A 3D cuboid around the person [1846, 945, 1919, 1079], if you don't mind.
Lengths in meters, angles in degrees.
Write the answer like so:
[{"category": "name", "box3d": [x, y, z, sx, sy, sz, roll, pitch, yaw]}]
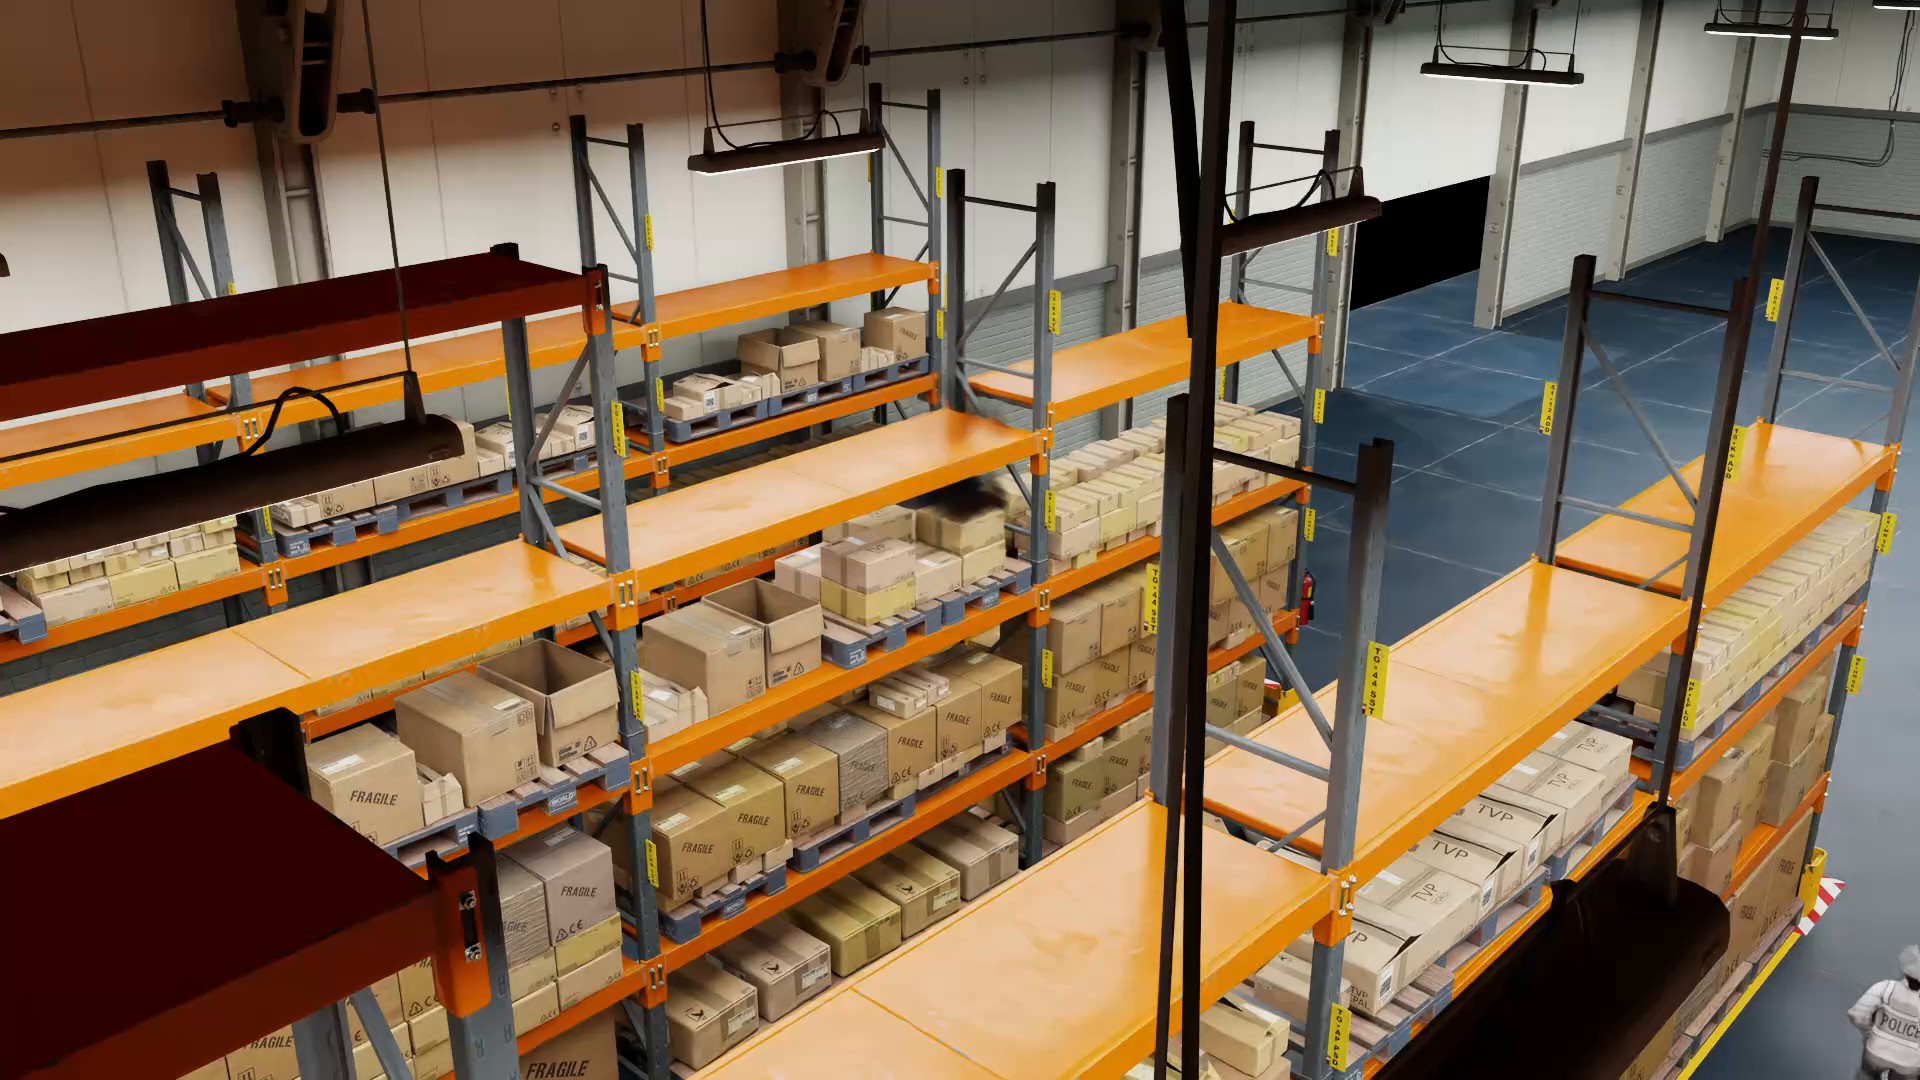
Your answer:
[{"category": "person", "box3d": [6.190, 3.373, 11.024, 0.589, 1.653, 0.528, 16, 26, 35]}]
